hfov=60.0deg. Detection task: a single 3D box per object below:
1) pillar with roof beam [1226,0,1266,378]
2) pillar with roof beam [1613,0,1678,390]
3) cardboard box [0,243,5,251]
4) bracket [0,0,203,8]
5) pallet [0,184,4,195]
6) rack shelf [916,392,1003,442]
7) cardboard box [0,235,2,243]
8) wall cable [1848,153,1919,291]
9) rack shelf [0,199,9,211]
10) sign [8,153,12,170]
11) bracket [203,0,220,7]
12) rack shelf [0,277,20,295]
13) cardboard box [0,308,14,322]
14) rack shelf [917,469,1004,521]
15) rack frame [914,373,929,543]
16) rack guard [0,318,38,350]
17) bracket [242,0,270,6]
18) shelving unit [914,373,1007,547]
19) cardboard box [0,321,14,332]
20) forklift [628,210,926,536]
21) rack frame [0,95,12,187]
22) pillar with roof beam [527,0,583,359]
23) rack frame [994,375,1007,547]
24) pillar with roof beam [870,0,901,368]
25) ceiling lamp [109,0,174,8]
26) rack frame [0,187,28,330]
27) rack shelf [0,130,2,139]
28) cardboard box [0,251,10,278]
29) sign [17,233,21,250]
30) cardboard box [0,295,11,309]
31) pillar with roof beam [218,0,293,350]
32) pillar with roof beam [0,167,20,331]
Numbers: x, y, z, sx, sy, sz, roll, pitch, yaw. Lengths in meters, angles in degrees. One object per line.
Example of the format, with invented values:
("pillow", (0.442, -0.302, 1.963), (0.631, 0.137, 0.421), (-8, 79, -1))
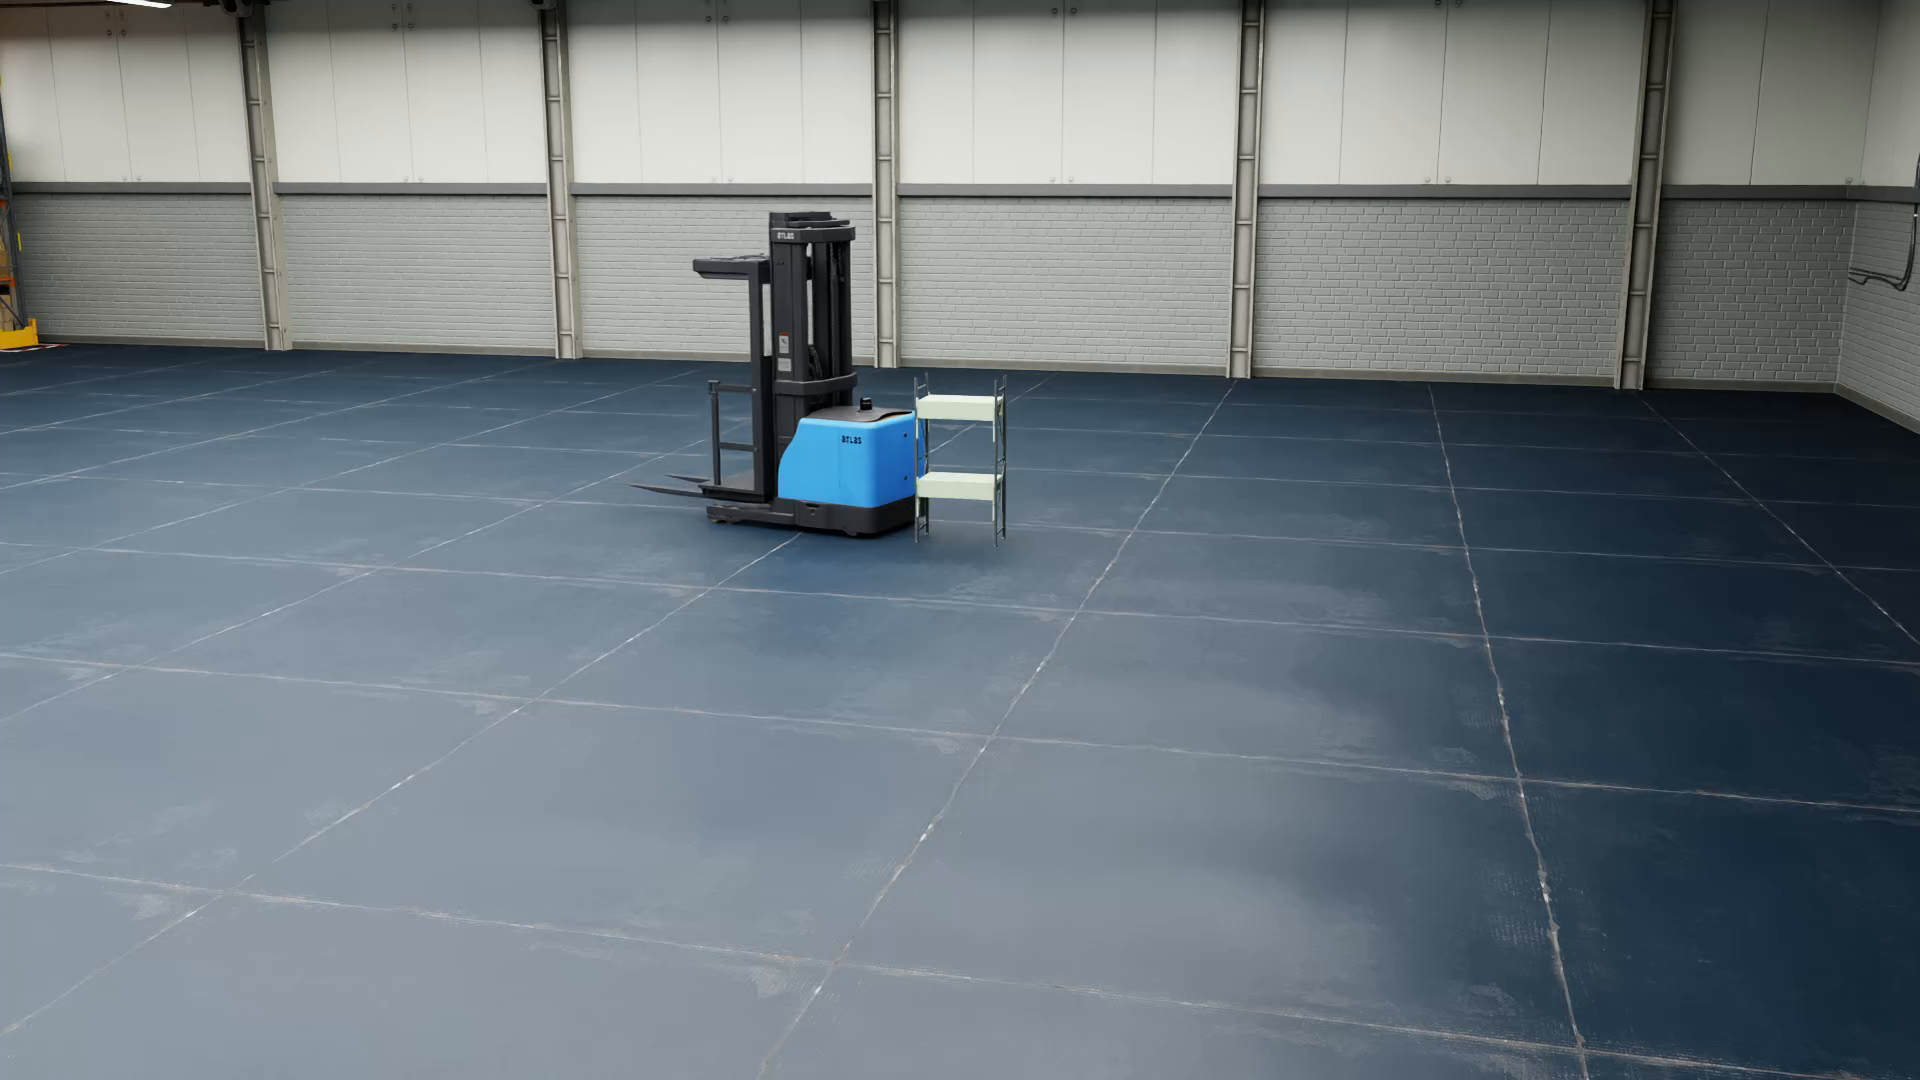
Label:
("pillar with roof beam", (3.549, -6.166, 22.249), (0.400, 9.000, 9.100), (3, 13, 14))
("pillar with roof beam", (9.374, -5.854, 20.845), (0.400, 9.000, 9.100), (3, 13, 14))
("cardboard box", (-18.528, -5.600, 31.820), (0.250, 0.149, 0.380), (3, 13, 12))
("bracket", (-15.885, -9.843, 30.513), (4.783, 0.066, 0.076), (3, 13, 14))
("pallet", (-18.941, -6.626, 31.450), (1.213, 0.211, 1.003), (3, 13, 14))
("rack shelf", (0.006, -1.113, 14.985), (0.720, 0.370, 0.431), (3, 13, 14))
("cardboard box", (-18.536, -5.735, 31.743), (0.250, 0.149, 0.380), (3, 13, 12))
("wall cable", (12.949, -4.813, 23.320), (0.112, 2.526, 3.097), (3, 13, 14))
("rack shelf", (-20.202, -6.379, 31.796), (4.000, 0.370, 1.077), (3, 13, 14))
("sign", (-18.122, -7.208, 31.672), (0.005, 0.325, 0.100), (3, 13, 14))
("bracket", (-13.383, -9.709, 29.910), (0.430, 0.232, 0.235), (3, 13, 14))
("rack shelf", (-20.202, -4.915, 32.121), (4.000, 0.370, 1.077), (3, 13, 14))
("cardboard box", (-18.667, -4.337, 32.081), (0.500, 0.250, 0.500), (3, 13, 15))
("rack shelf", (0.006, -0.414, 15.140), (0.720, 0.370, 0.431), (3, 13, 14))
("rack frame", (-0.349, -0.751, 15.155), (0.023, 1.500, 0.400), (3, 13, 14))
("rack guard", (-18.237, -3.941, 31.841), (0.348, 0.500, 1.175), (3, 13, 14))
("bracket", (-12.578, -9.666, 29.716), (0.430, 0.232, 0.235), (3, 13, 14))
("shelving unit", (0.006, -0.732, 15.070), (0.755, 1.500, 0.431), (3, 13, 14))
("cardboard box", (-18.691, -4.091, 32.128), (0.500, 0.250, 0.500), (3, 13, 14))
("forklift", (-1.854, -1.673, 16.006), (3.031, 2.935, 1.130), (7, 14, 28))
("rack frame", (-18.261, -8.091, 30.926), (0.127, 3.000, 1.000), (3, 13, 14))
("pillar with roof beam", (-8.102, -6.789, 25.056), (0.548, 9.000, 9.100), (3, 13, 14))
("rack frame", (0.362, -0.713, 14.984), (0.023, 1.500, 0.400), (3, 13, 14))
("pillar with roof beam", (-2.276, -6.477, 23.652), (0.548, 9.000, 9.100), (3, 13, 14))
("ceiling lamp", (-12.600, -9.780, 25.060), (0.800, 3.185, 2.000), (3, 13, 14))
("rack frame", (-18.261, -5.162, 31.576), (0.127, 3.000, 1.000), (3, 13, 14))
("rack shelf", (-20.202, -7.648, 31.515), (4.000, 0.370, 1.077), (3, 13, 14))
("cardboard box", (-18.675, -5.295, 31.944), (0.500, 0.500, 0.500), (3, 13, 15))
("sign", (-18.122, -5.740, 31.998), (0.005, 0.325, 0.100), (3, 13, 14))
("cardboard box", (-18.682, -4.578, 32.011), (0.500, 0.250, 0.500), (3, 13, 13))
("pillar with roof beam", (-13.927, -7.100, 26.459), (0.548, 9.000, 9.100), (3, 13, 14))
("pillar with roof beam", (-19.752, -7.411, 27.863), (0.400, 9.000, 9.100), (3, 13, 14))
